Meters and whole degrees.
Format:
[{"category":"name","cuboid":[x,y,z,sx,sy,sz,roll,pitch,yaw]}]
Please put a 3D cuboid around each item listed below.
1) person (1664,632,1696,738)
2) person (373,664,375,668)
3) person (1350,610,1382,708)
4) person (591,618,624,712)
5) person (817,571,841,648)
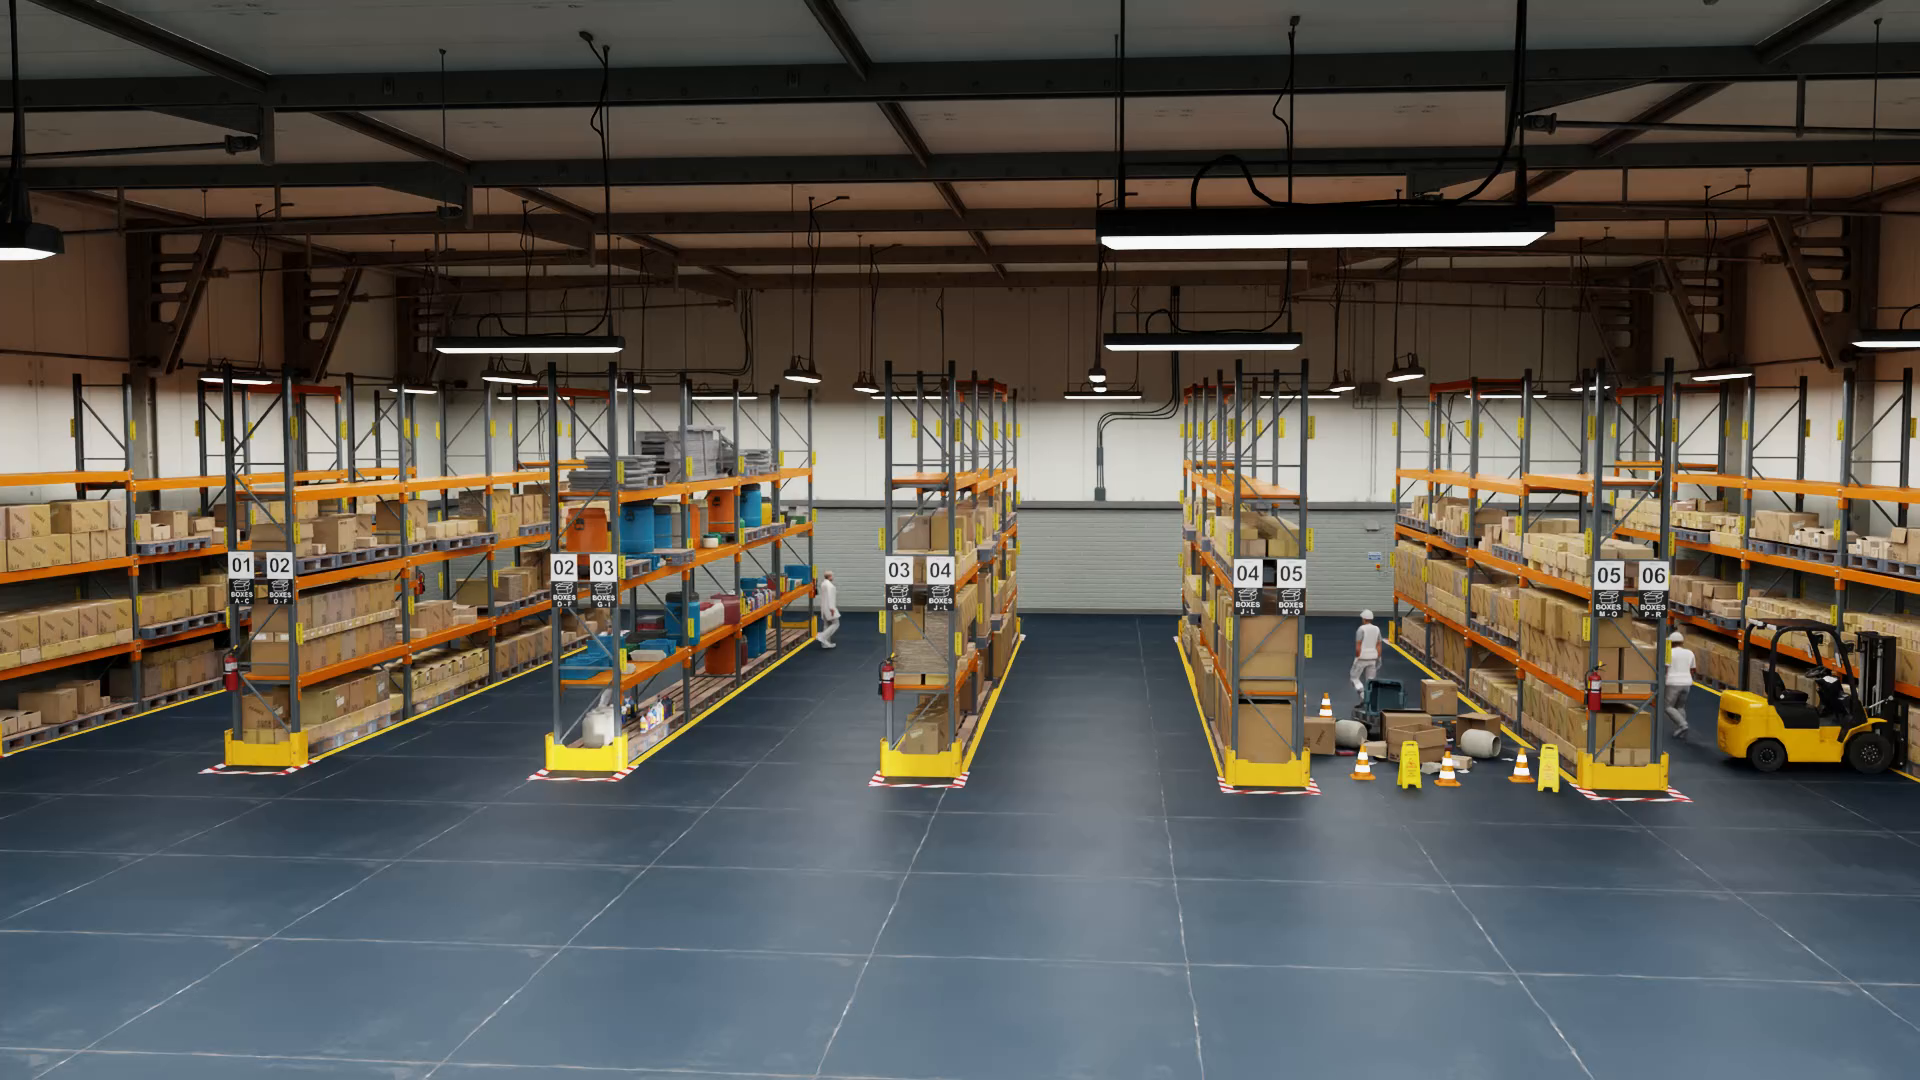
[{"category":"person","cuboid":[11.723,2.374,27.072,0.649,1.702,0.751,-1,4,-9]},{"category":"person","cuboid":[-11.402,2.102,31.813,0.501,1.631,0.623,1,4,8]},{"category":"person","cuboid":[7.299,2.149,29.792,0.602,1.791,0.467,-1,4,-21]},{"category":"person","cuboid":[-6.230,2.219,29.509,0.527,1.661,1.145,2,4,22]},{"category":"person","cuboid":[-3.054,1.597,38.249,0.563,1.779,0.627,-2,4,-24]}]
